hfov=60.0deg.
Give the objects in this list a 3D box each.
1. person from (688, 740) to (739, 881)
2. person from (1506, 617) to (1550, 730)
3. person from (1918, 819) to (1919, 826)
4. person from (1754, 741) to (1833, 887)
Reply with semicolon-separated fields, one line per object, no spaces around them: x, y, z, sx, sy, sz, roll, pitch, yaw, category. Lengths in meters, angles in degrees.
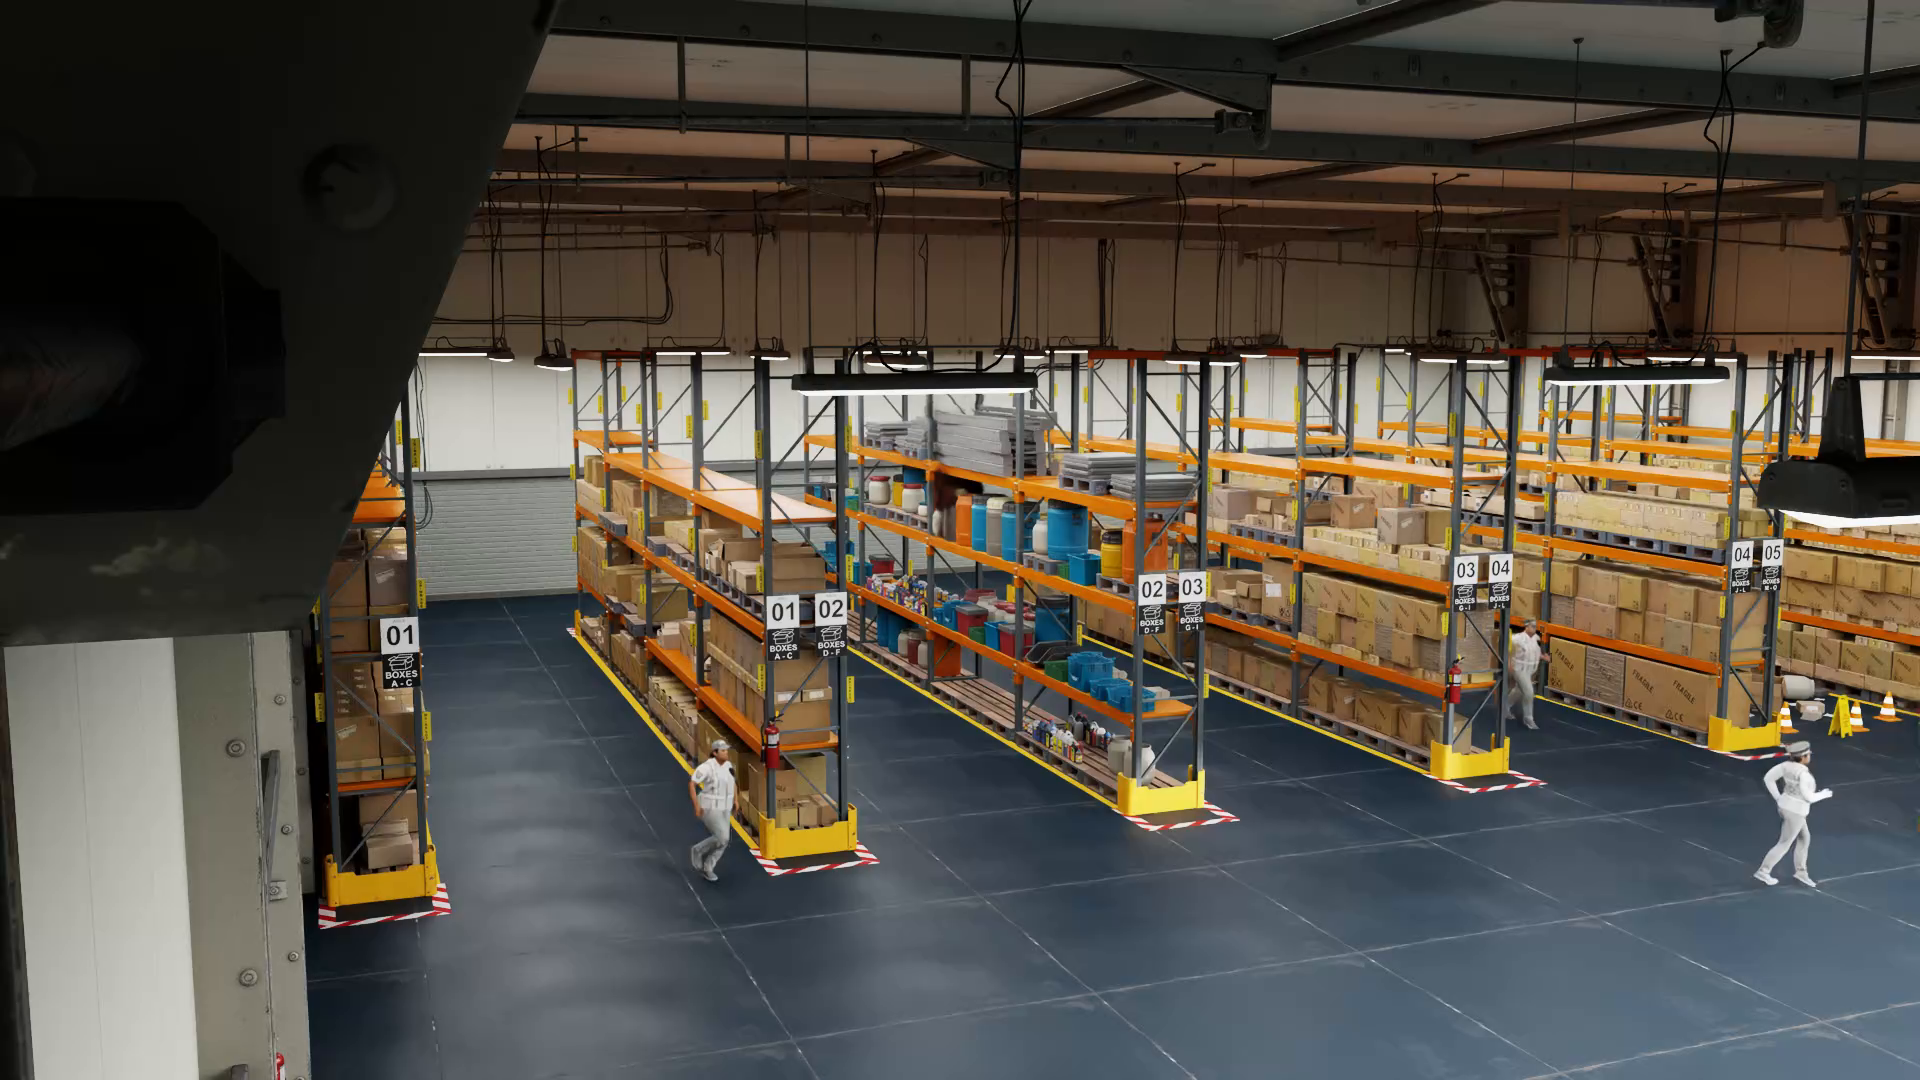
-2.794;3.138;19.414;0.512;1.594;0.643;5;9;37;person
9.122;2.132;26.933;0.585;1.830;0.925;-5;9;-36;person
12.542;2.852;20.924;0.746;1.818;0.649;1;7;12;person
9.487;3.146;18.957;0.816;1.737;0.557;0;7;3;person
